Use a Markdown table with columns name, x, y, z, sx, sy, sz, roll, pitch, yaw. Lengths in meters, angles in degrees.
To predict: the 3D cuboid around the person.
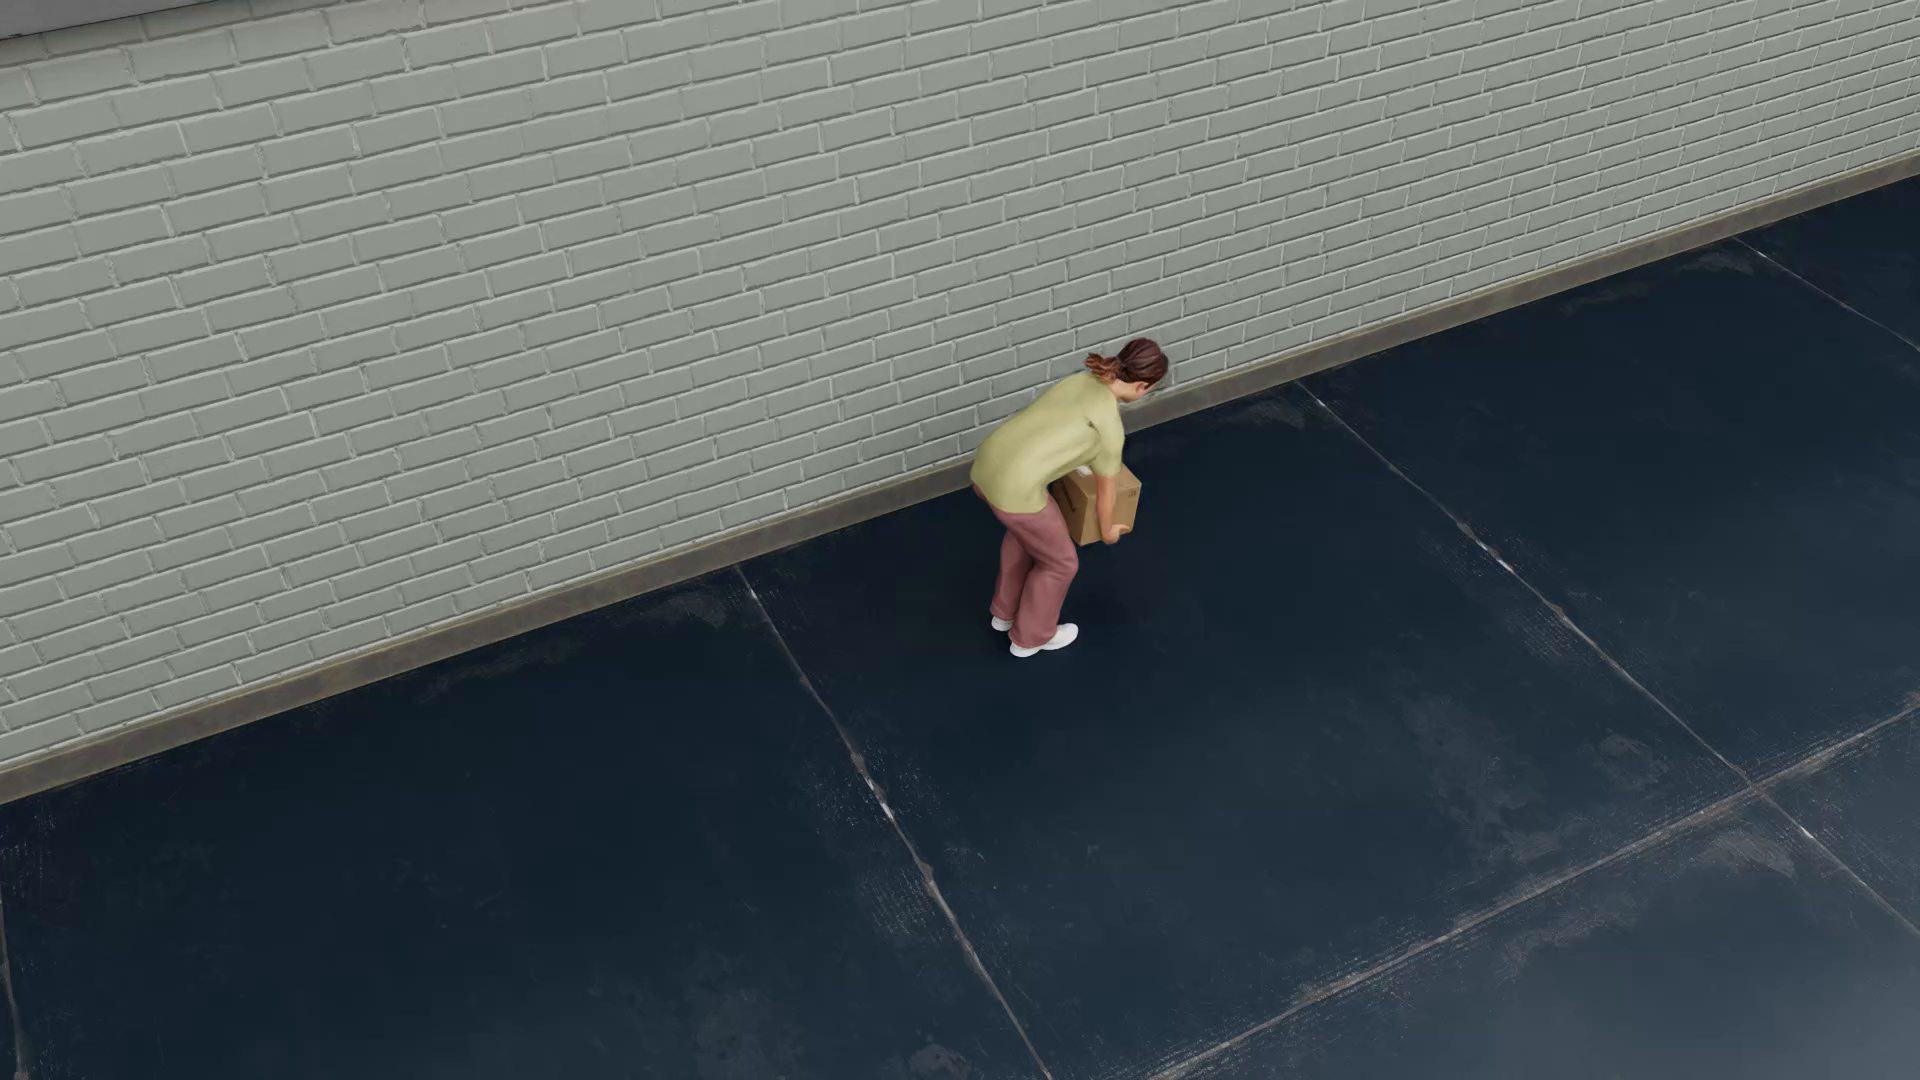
| name | x | y | z | sx | sy | sz | roll | pitch | yaw |
| --- | --- | --- | --- | --- | --- | --- | --- | --- | --- |
| person | 0.434 | -0.160 | 6.620 | 0.813 | 1.310 | 0.398 | -20 | 45 | -21 |
